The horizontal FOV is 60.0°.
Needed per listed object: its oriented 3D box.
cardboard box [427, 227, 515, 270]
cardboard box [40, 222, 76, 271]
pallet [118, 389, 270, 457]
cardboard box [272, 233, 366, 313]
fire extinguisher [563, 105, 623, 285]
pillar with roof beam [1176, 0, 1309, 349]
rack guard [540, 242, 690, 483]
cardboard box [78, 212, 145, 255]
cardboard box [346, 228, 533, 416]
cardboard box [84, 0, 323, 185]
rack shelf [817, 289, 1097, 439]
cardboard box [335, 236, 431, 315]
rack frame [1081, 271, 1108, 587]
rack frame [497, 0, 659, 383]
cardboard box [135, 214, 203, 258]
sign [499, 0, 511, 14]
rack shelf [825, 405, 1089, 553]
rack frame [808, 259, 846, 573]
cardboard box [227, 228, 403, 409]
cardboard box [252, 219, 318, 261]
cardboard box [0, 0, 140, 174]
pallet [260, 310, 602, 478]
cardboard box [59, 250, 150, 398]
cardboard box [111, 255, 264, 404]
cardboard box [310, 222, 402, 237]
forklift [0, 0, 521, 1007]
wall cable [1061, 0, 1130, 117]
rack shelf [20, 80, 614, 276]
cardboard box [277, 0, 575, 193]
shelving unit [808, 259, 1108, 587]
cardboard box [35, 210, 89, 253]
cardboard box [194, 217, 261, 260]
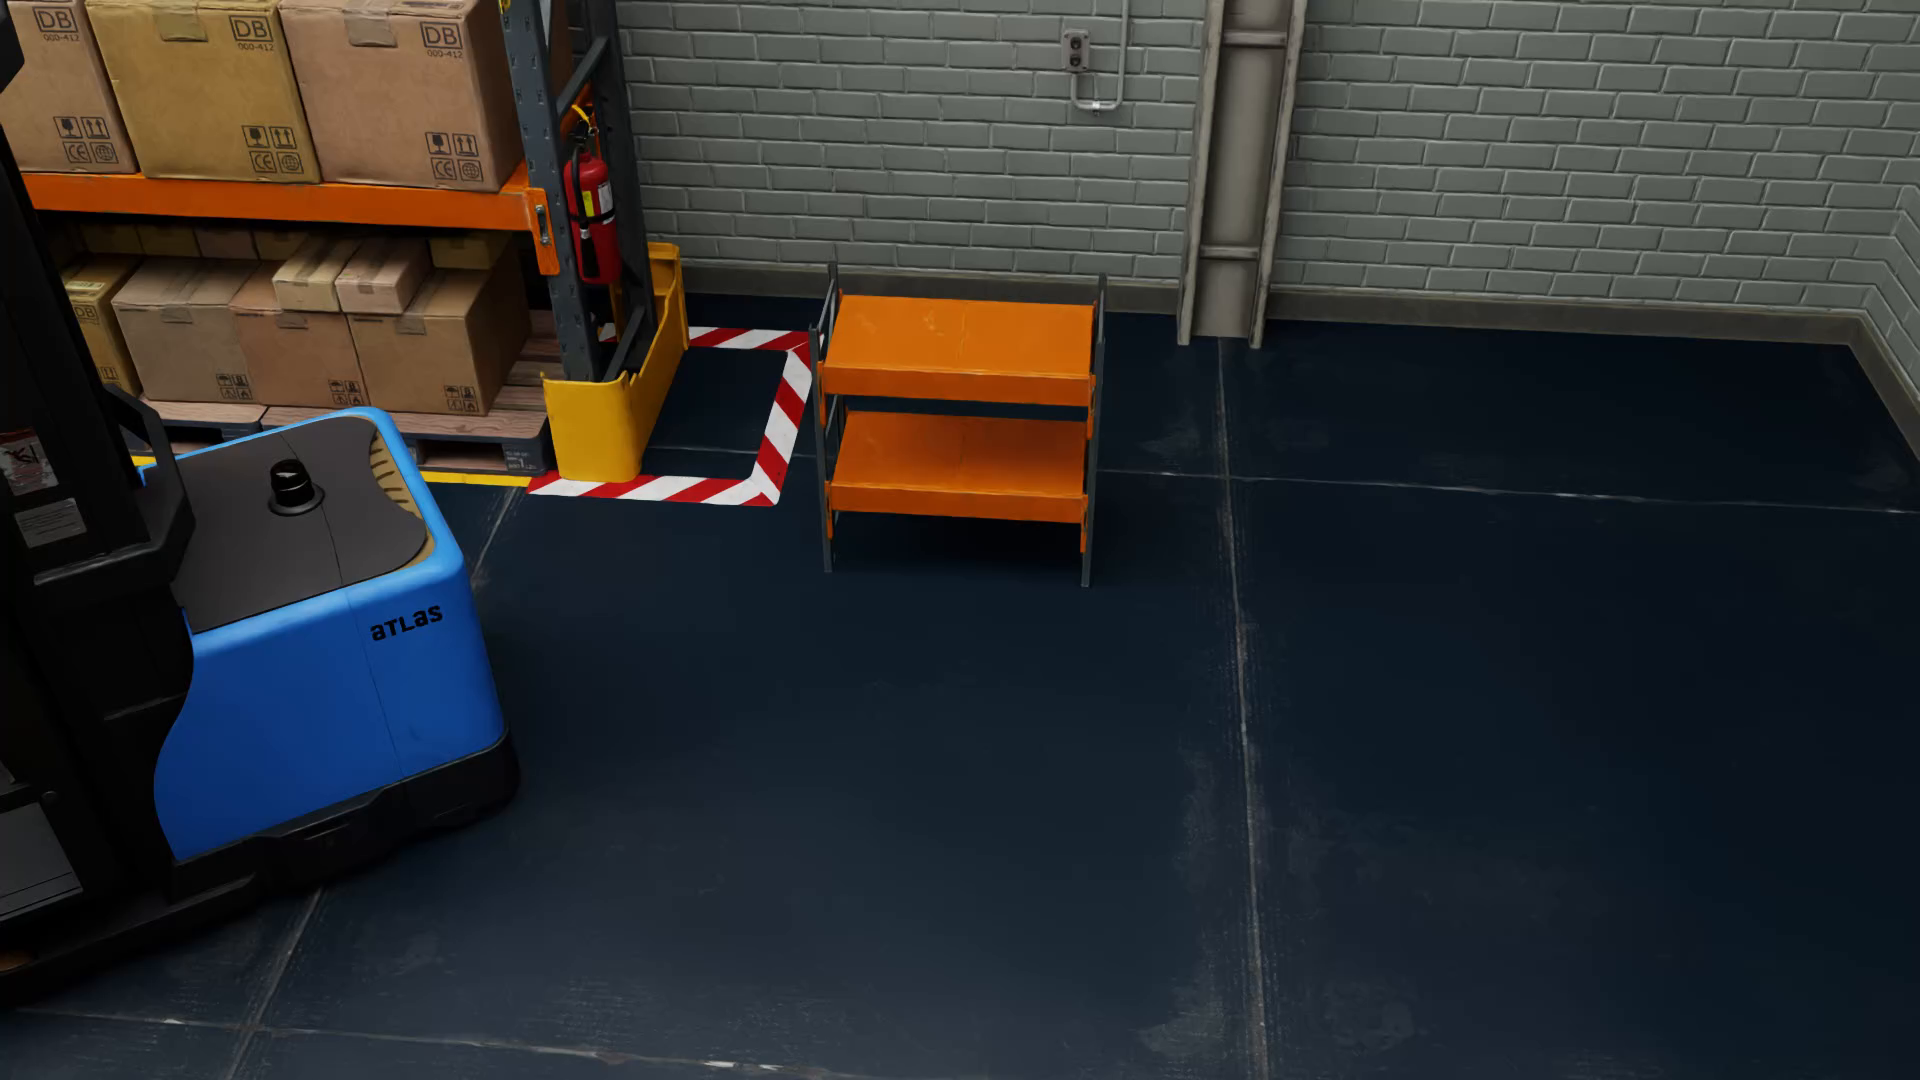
[{"bbox_3d":[-2.086,-1.319,7.128,0.250,0.149,0.380,3,39,4],"label":"cardboard box"},{"bbox_3d":[-3.925,-1.175,6.951,0.250,0.149,0.380,2,39,3],"label":"cardboard box"},{"bbox_3d":[-3.537,-0.760,7.517,1.213,0.211,1.003,3,39,4],"label":"pallet"},{"bbox_3d":[-2.626,-1.106,6.866,0.250,0.149,0.380,4,39,5],"label":"cardboard box"},{"bbox_3d":[-1.412,-1.306,6.335,0.183,0.674,0.296,3,39,4],"label":"fire extinguisher"},{"bbox_3d":[0.871,-1.796,1.828,0.400,9.000,9.100,3,39,4],"label":"pillar with roof beam"},{"bbox_3d":[-1.498,-0.809,7.347,0.348,0.500,1.175,3,39,4],"label":"rack guard"},{"bbox_3d":[-3.602,-1.401,7.228,0.250,0.149,0.380,2,39,3],"label":"cardboard box"},{"bbox_3d":[-2.228,-0.948,7.186,0.500,0.500,0.700,3,39,4],"label":"cardboard box"},{"bbox_3d":[-2.757,-1.950,6.532,0.700,0.700,0.980,3,39,3],"label":"cardboard box"},{"bbox_3d":[0.007,-0.663,6.210,1.000,0.278,0.538,3,39,4],"label":"rack shelf"},{"bbox_3d":[-2.372,-1.092,6.849,0.250,0.149,0.380,3,39,3],"label":"cardboard box"},{"bbox_3d":[0.513,-0.408,6.360,0.032,1.125,0.500,3,39,4],"label":"rack frame"},{"bbox_3d":[-1.522,-1.779,6.560,0.127,3.000,1.000,3,39,4],"label":"rack frame"},{"bbox_3d":[-3.349,-1.387,7.211,0.250,0.149,0.380,4,39,4],"label":"cardboard box"},{"bbox_3d":[-1.583,-1.980,5.701,0.005,0.325,0.100,3,39,4],"label":"sign"},{"bbox_3d":[0.007,-0.246,6.549,1.000,0.278,0.538,3,39,4],"label":"rack shelf"},{"bbox_3d":[-0.500,-0.464,6.428,0.032,1.125,0.500,3,39,4],"label":"rack frame"},{"bbox_3d":[-2.727,-0.975,7.220,0.500,0.500,0.700,3,39,4],"label":"cardboard box"},{"bbox_3d":[-2.840,-1.360,7.178,0.250,0.149,0.380,3,39,4],"label":"cardboard box"},{"bbox_3d":[-3.516,-1.997,6.590,0.700,0.700,0.980,1,39,2],"label":"cardboard box"},{"bbox_3d":[-2.325,-0.692,7.433,1.213,0.211,1.003,3,39,4],"label":"pallet"},{"bbox_3d":[-3.760,-1.027,7.283,0.500,0.500,0.700,4,39,5],"label":"cardboard box"},{"bbox_3d":[-3.228,-1.002,7.253,0.500,0.500,0.700,2,39,2],"label":"cardboard box"},{"bbox_3d":[-2.591,-1.346,7.161,0.250,0.149,0.380,3,39,4],"label":"cardboard box"},{"bbox_3d":[-3.028,-0.058,4.500,3.031,2.935,1.130,-20,43,-22],"label":"forklift"},{"bbox_3d":[-0.165,-2.699,6.885,1.851,1.984,0.084,3,39,4],"label":"wall cable"},{"bbox_3d":[-3.515,-1.609,6.921,4.000,0.370,1.077,3,39,4],"label":"rack shelf"},{"bbox_3d":[-2.031,-1.917,6.492,0.700,0.700,0.980,5,39,6],"label":"cardboard box"},{"bbox_3d":[0.007,-0.436,6.394,1.048,1.125,0.538,3,39,4],"label":"shelving unit"},{"bbox_3d":[-3.859,-1.414,7.245,0.250,0.149,0.380,4,39,4],"label":"cardboard box"},{"bbox_3d":[-3.094,-1.373,7.194,0.250,0.149,0.380,4,39,4],"label":"cardboard box"}]
